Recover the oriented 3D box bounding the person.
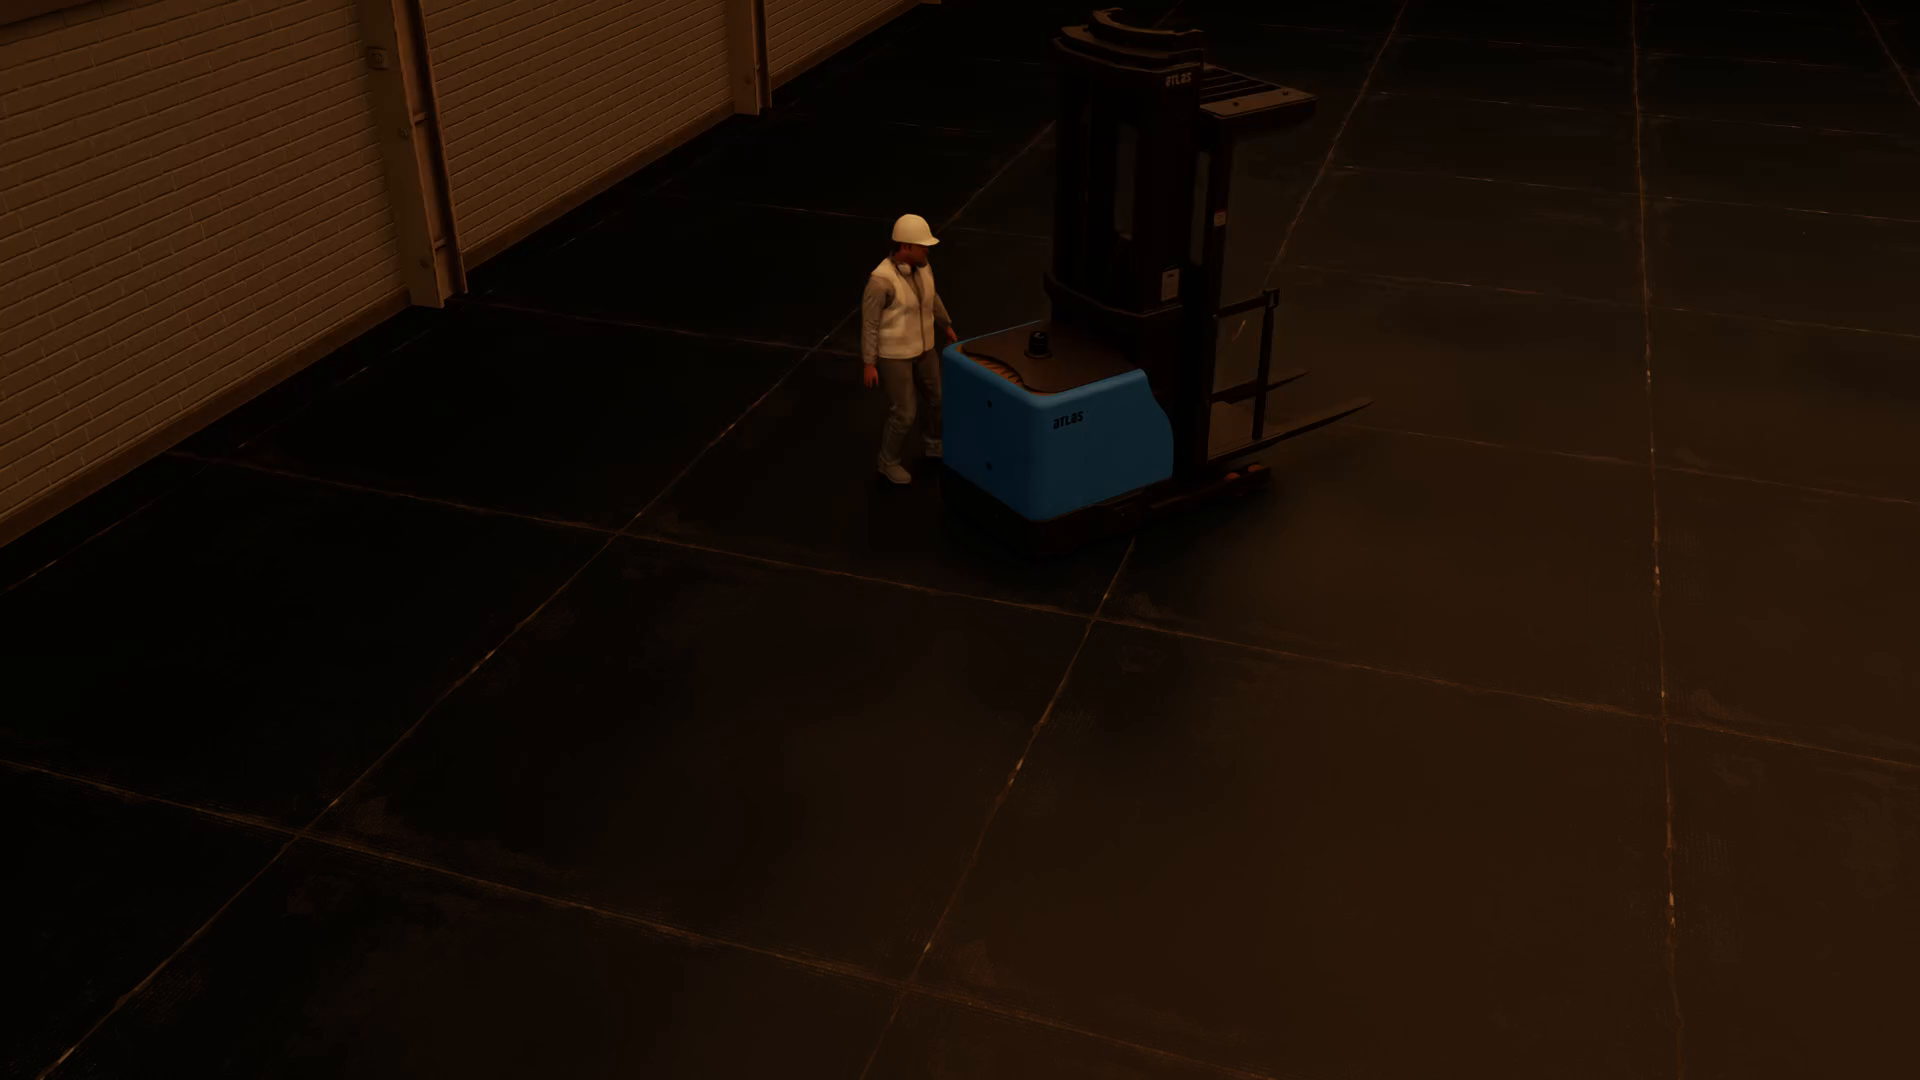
[{"bbox_3d":[-0.318,-1.209,10.452,0.421,1.748,0.763,20,36,32],"label":"person"}]

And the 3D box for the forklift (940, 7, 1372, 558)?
[{"bbox_3d":[1.374,-1.728,10.168,3.031,2.935,1.130,-19,35,-30],"label":"forklift"}]
